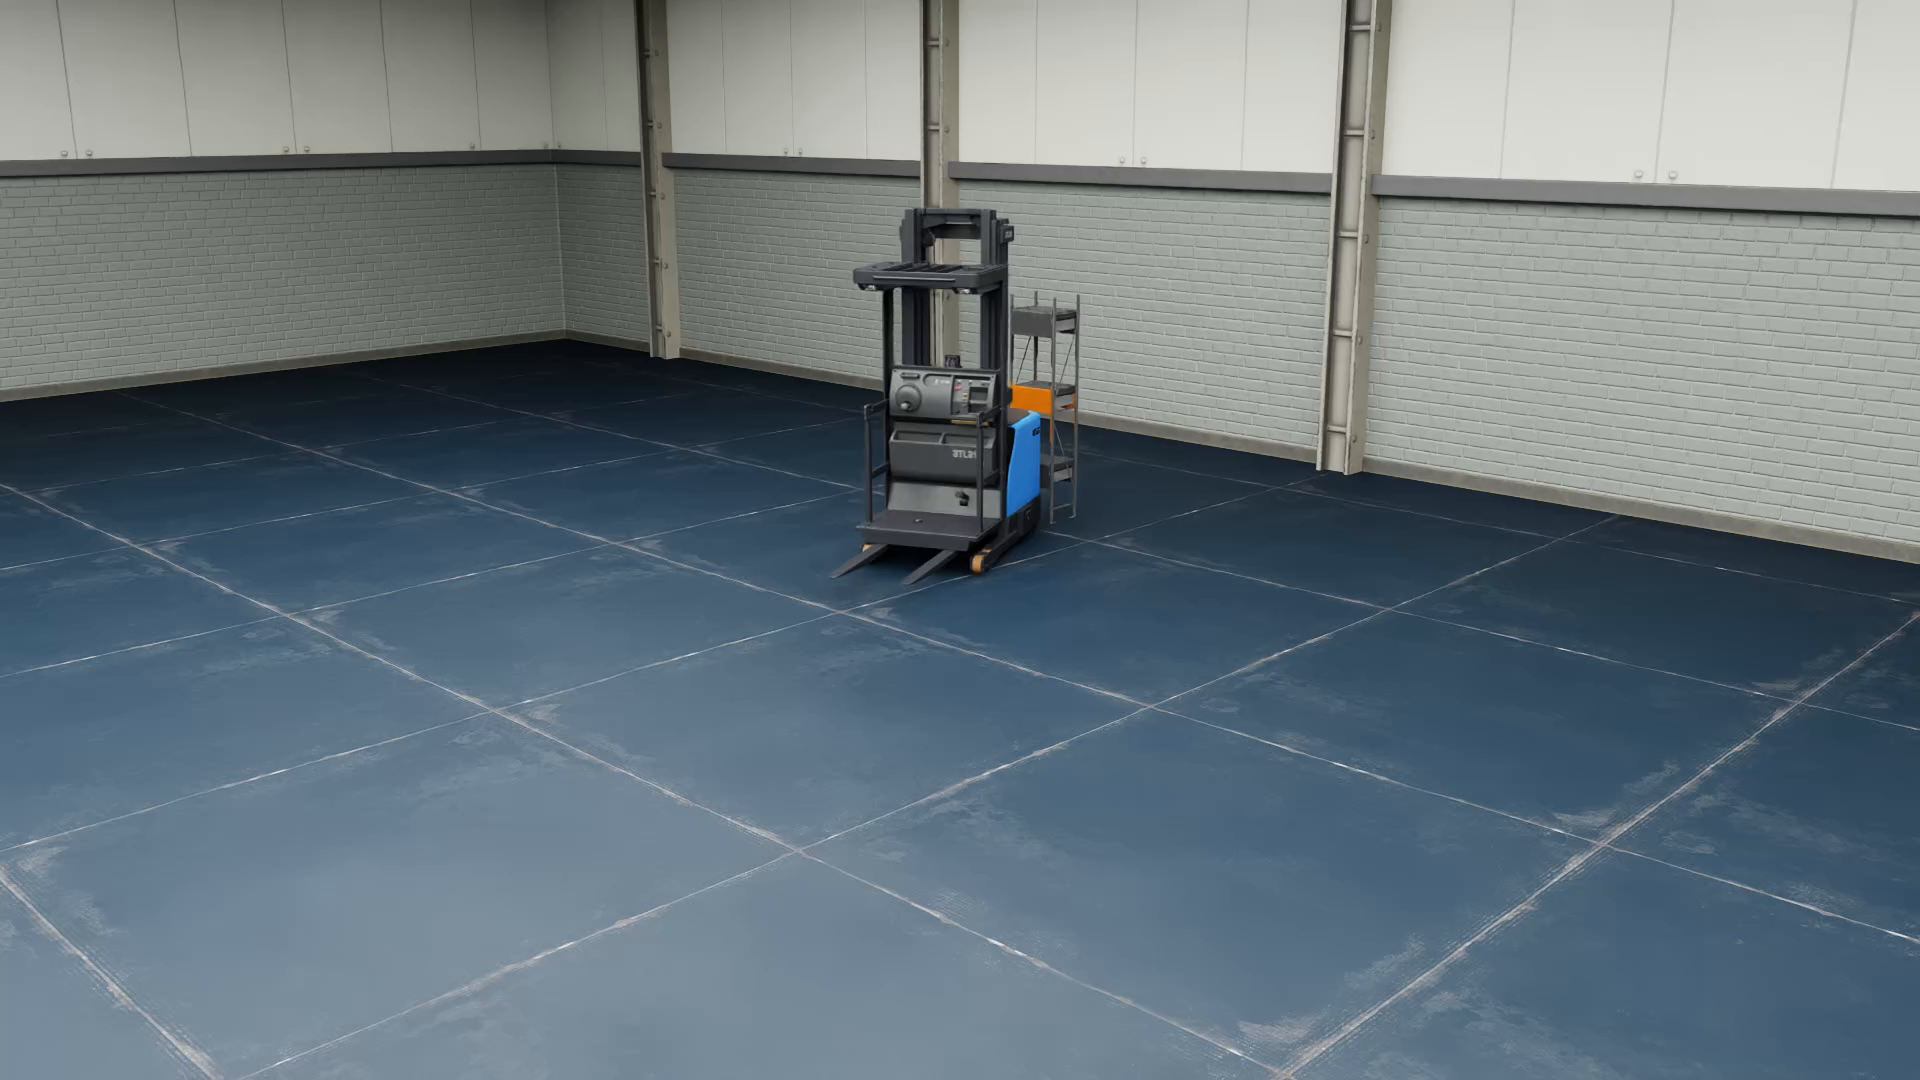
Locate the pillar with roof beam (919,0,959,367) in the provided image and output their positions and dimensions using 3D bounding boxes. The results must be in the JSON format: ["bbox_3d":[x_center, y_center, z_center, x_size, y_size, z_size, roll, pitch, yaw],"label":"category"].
[{"bbox_3d":[-3.245,-5.371,17.697,0.400,9.000,9.100,14,20,42],"label":"pillar with roof beam"}]

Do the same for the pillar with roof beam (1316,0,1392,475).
[{"bbox_3d":[1.074,-4.321,13.667,0.400,9.000,9.100,14,20,42],"label":"pillar with roof beam"}]

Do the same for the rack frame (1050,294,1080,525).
[{"bbox_3d":[0.968,-1.198,15.366,0.015,2.100,0.400,12,19,38],"label":"rack frame"}]

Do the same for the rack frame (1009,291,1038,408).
[{"bbox_3d":[0.594,-1.277,15.669,0.015,2.100,0.400,12,19,38],"label":"rack frame"}]

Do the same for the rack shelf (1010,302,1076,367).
[{"bbox_3d":[0.781,-1.902,15.344,0.480,0.518,0.431,12,19,38],"label":"rack shelf"}]

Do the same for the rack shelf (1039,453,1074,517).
[{"bbox_3d":[0.781,-0.547,15.697,0.480,0.518,0.431,12,19,38],"label":"rack shelf"}]

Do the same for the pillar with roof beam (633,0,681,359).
[{"bbox_3d":[-7.565,-6.421,21.727,0.400,9.000,9.100,14,20,42],"label":"pillar with roof beam"}]

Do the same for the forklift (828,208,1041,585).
[{"bbox_3d":[-0.216,-1.249,13.911,1.130,2.935,3.031,5,15,18],"label":"forklift"}]

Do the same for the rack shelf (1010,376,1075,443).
[{"bbox_3d":[0.781,-1.224,15.521,0.480,0.518,0.431,12,19,38],"label":"rack shelf"}]

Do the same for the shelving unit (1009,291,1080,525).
[{"bbox_3d":[0.781,-1.238,15.517,0.503,2.100,0.431,12,19,38],"label":"shelving unit"}]
